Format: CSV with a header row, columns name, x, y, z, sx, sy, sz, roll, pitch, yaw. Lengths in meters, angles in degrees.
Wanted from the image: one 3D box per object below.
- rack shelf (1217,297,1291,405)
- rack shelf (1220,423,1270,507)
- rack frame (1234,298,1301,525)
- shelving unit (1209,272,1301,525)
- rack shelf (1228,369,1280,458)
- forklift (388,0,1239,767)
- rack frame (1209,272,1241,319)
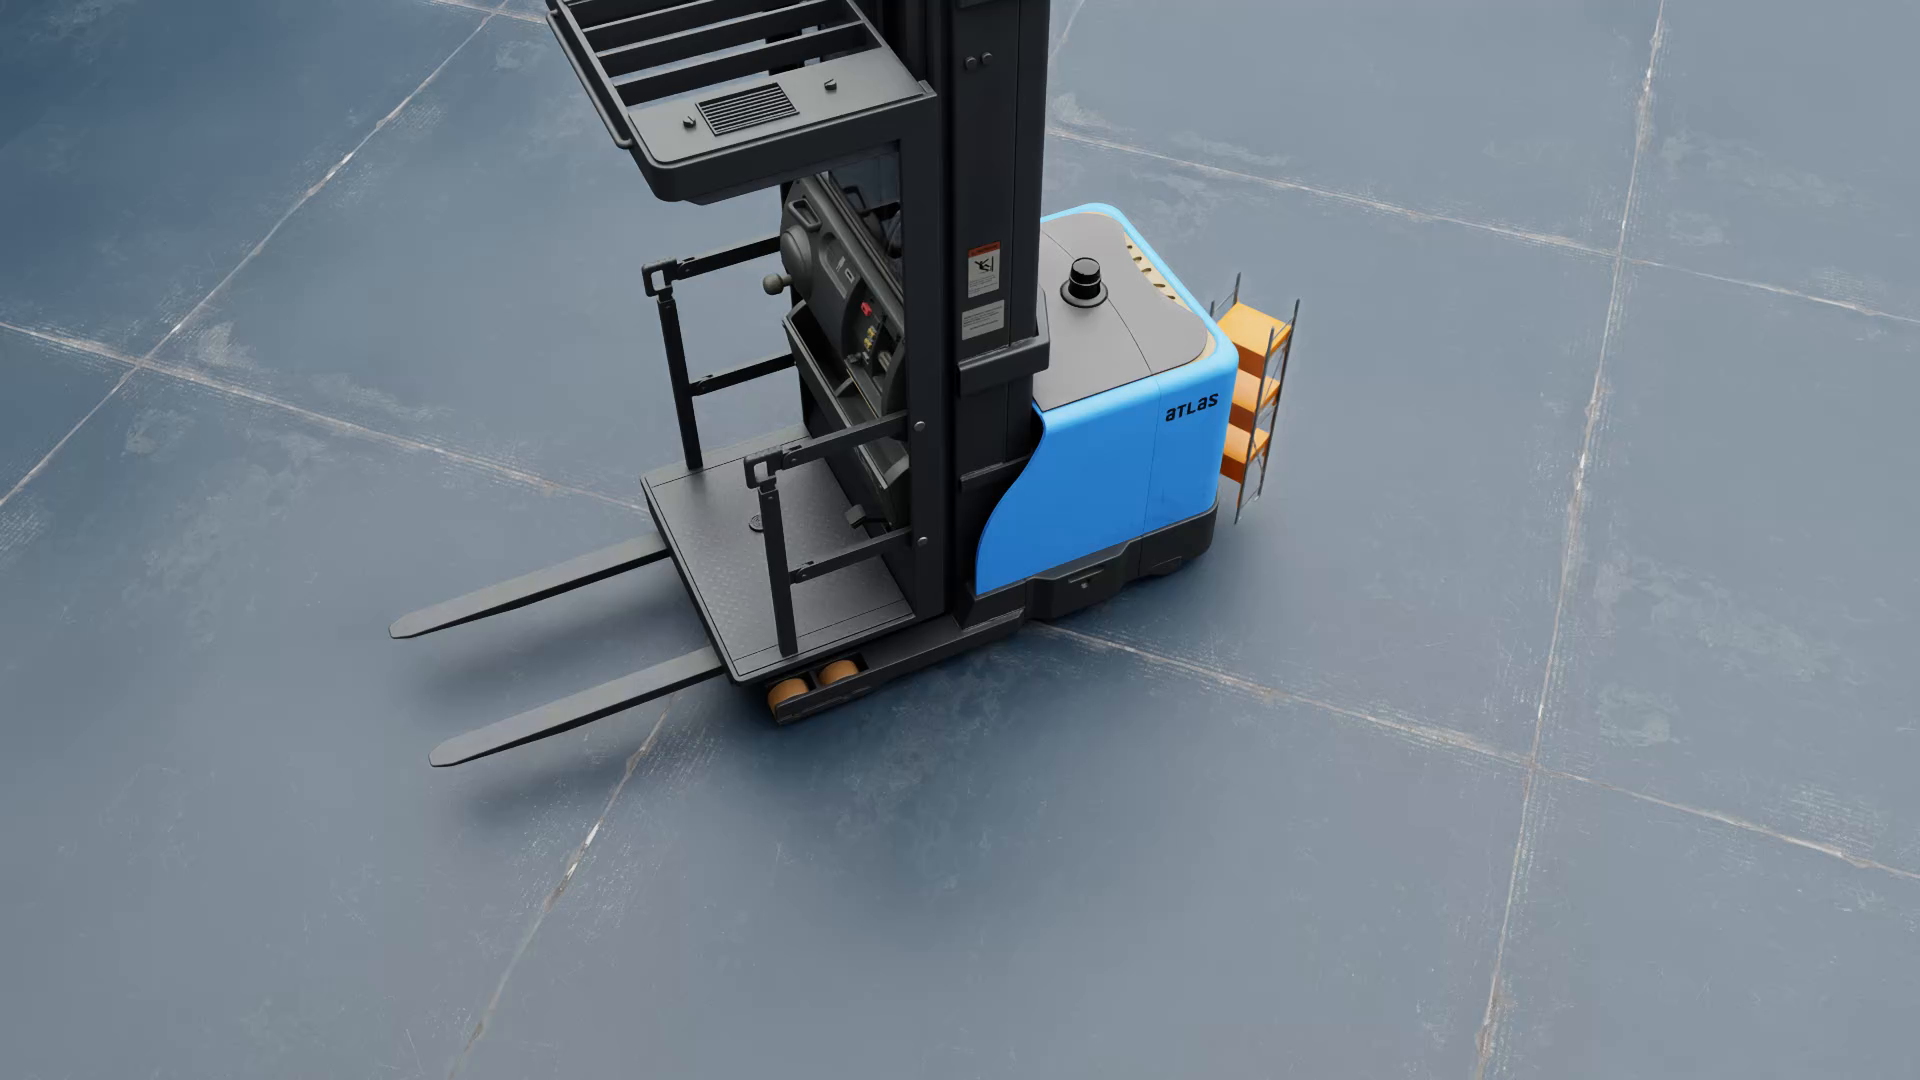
name,x,y,z,sx,sy,sz,roll,pitch,yaw
rack shelf,1.065,-0.700,6.167,0.240,0.259,0.215,29,55,23
rack shelf,1.065,-0.332,6.591,0.240,0.259,0.215,29,55,23
rack frame,1.163,-0.466,6.326,0.008,1.050,0.200,29,55,23
shelving unit,1.065,-0.521,6.373,0.252,1.050,0.215,29,55,23
rack shelf,1.065,-0.514,6.381,0.240,0.259,0.215,29,55,23
forklift,-0.569,-0.758,5.334,3.031,2.935,1.130,-20,52,-16
rack frame,0.966,-0.576,6.421,0.008,1.050,0.200,29,55,23
